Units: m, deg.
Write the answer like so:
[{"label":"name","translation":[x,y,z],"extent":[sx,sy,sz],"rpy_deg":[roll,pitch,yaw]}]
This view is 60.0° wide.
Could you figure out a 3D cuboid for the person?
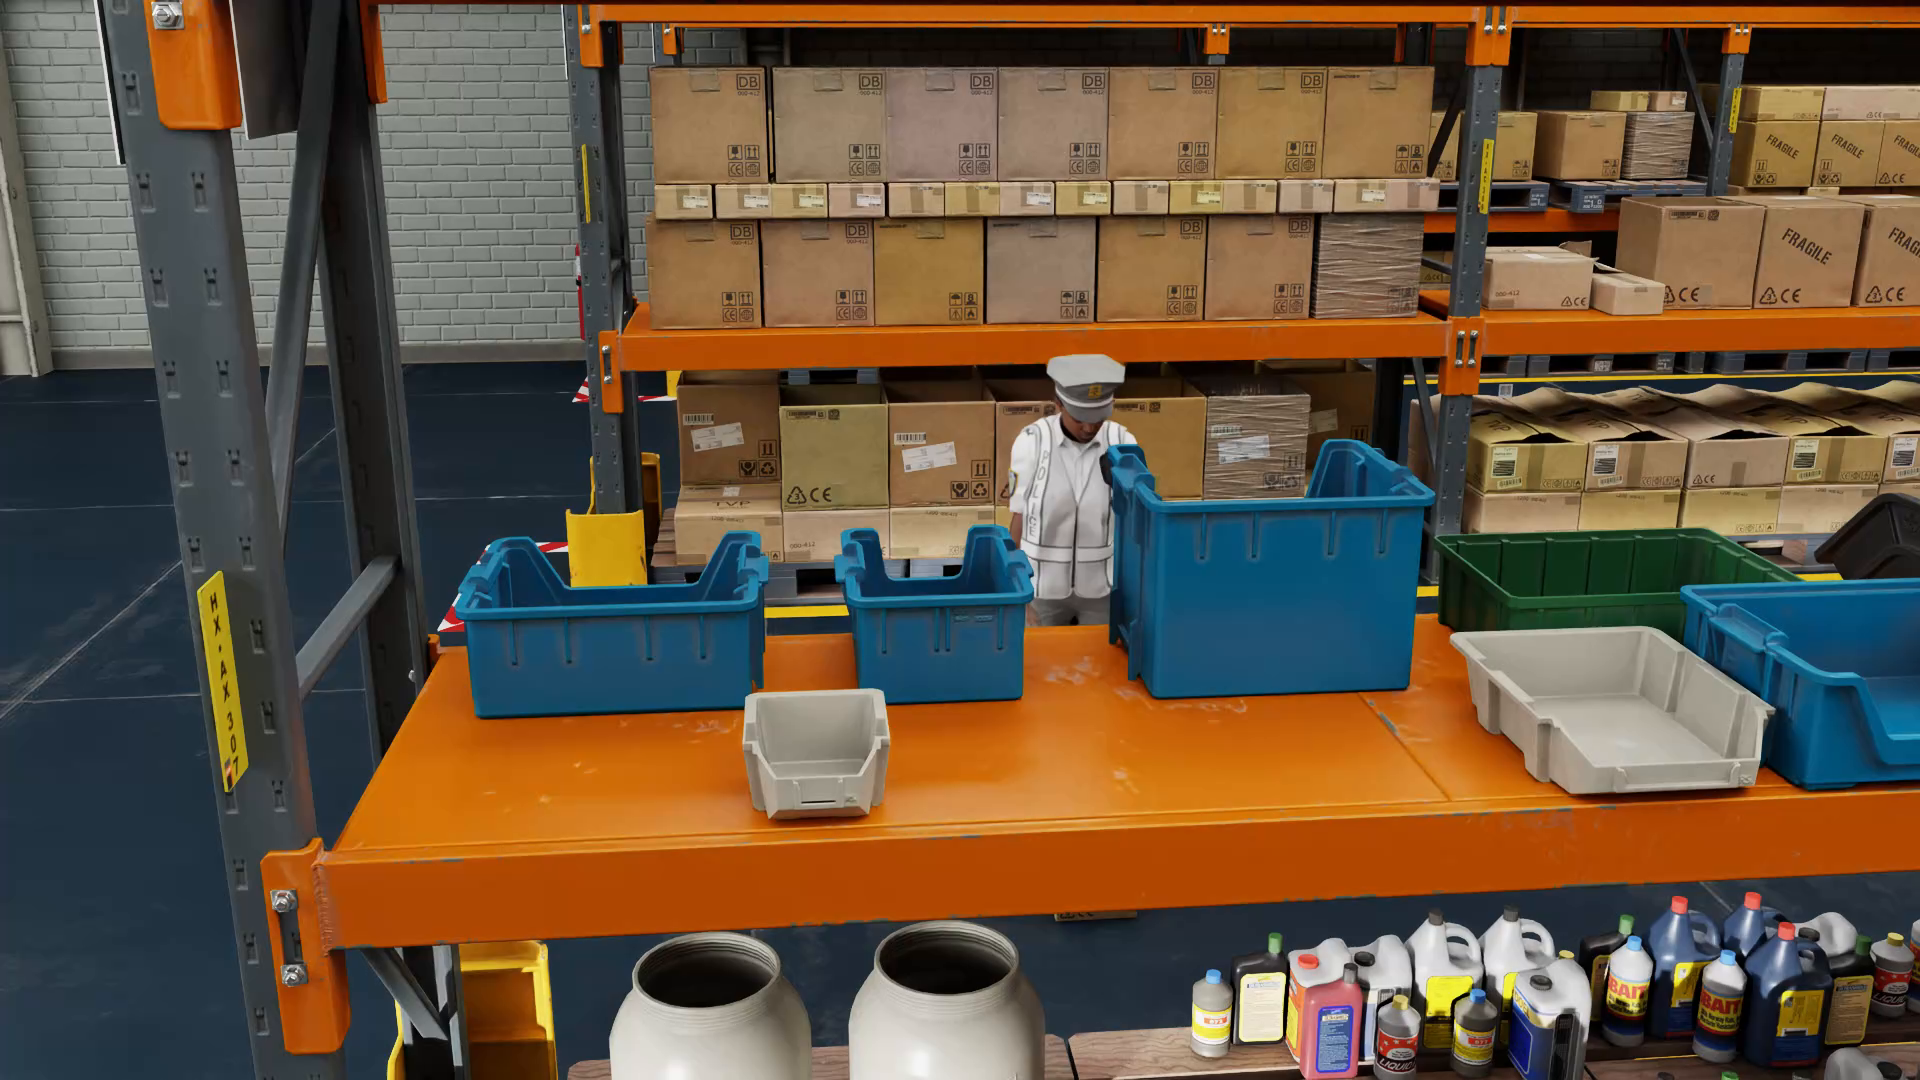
[{"label":"person","translation":[0.380,0.206,5.419],"extent":[0.448,1.641,0.394],"rpy_deg":[-1,17,-4]}]
